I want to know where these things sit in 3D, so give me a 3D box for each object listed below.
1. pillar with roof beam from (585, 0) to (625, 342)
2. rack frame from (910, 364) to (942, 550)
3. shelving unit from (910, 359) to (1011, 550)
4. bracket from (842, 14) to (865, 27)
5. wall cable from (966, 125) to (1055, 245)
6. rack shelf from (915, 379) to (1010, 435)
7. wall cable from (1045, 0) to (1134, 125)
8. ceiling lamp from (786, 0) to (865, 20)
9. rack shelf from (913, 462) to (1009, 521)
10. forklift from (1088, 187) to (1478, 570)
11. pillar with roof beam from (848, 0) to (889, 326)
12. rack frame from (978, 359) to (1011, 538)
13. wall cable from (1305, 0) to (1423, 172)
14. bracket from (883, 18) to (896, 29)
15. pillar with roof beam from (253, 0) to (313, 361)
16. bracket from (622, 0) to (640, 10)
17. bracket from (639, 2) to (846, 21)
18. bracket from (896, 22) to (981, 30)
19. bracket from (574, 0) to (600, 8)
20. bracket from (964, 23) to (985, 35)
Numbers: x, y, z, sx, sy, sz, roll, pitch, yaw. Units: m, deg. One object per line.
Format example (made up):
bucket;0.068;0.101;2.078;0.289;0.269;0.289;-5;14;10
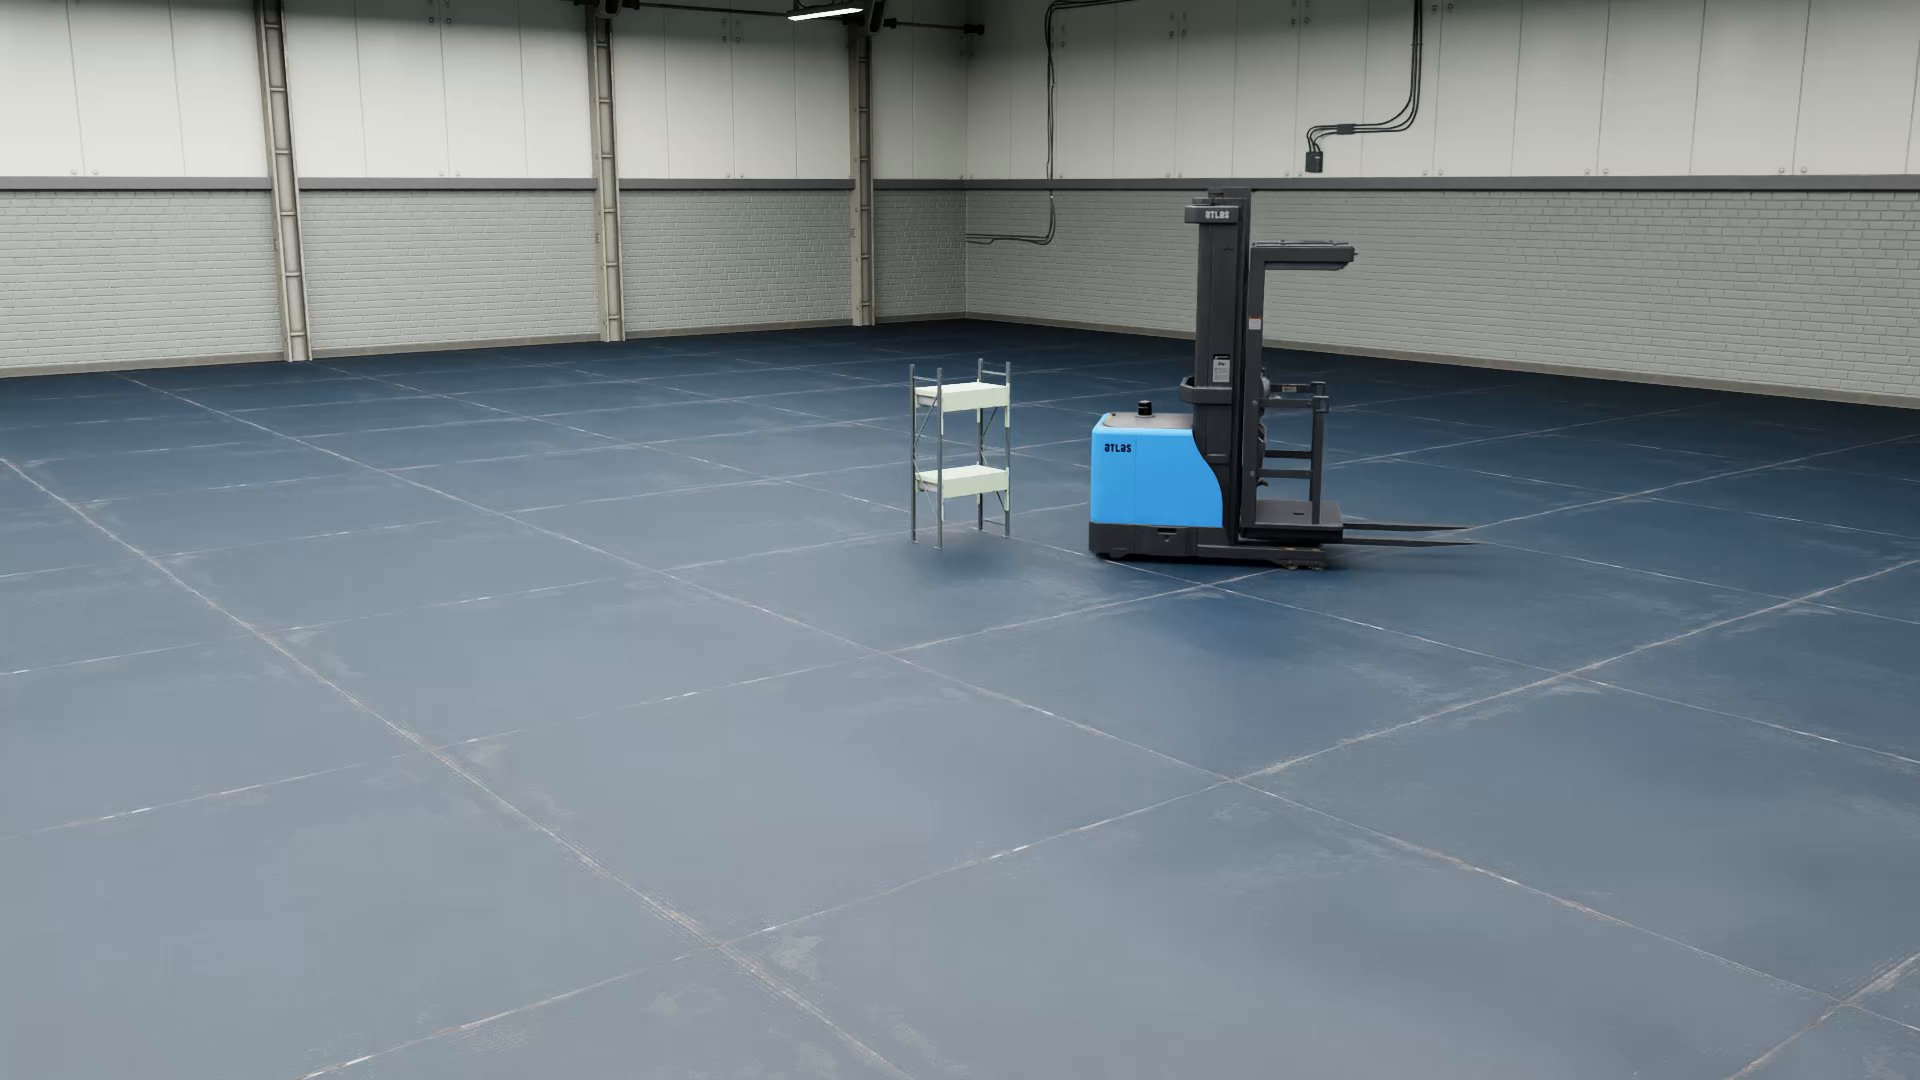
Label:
pillar with roof beam;-4.095;-7.600;28.254;0.548;9.000;9.100;-9;15;-38
rack frame;-0.281;-0.687;13.753;0.023;1.500;0.400;-9;15;-38
shelving unit;0.005;-0.735;13.977;0.755;1.500;0.431;-9;15;-38
bracket;-2.201;-10.726;34.310;0.430;0.232;0.235;-9;15;-38
wall cable;1.028;-7.725;36.322;0.112;2.526;3.097;-9;15;-38
rack shelf;0.005;-1.116;13.896;0.720;0.370;0.431;-9;15;-38
wall cable;2.718;-9.757;33.731;0.112;2.526;3.097;-9;15;-38
ceiling lamp;-2.149;-10.660;28.614;0.800;3.185;2.000;-9;15;-38
rack shelf;0.005;-0.416;14.045;0.720;0.370;0.431;-9;15;-38
forklift;2.604;-1.317;13.273;3.031;2.935;1.130;2;12;10
pillar with roof beam;0.590;-8.378;31.921;0.548;9.000;9.100;-9;15;-38
rack frame;0.291;-0.782;14.201;0.023;1.500;0.400;-9;15;-38
wall cable;6.946;-9.366;28.385;0.169;6.003;2.305;-9;15;-38
bracket;-1.553;-10.834;34.818;0.430;0.232;0.235;-9;15;-38
pillar with roof beam;-8.780;-6.821;24.588;0.400;9.000;9.100;-9;15;-38
bracket;-6.238;-10.055;31.151;0.430;0.232;0.235;-9;15;-38
bracket;-4.213;-10.392;32.736;4.783;0.066;0.076;-9;15;-38
bracket;-0.164;-11.064;35.905;3.189;0.066;0.076;-9;15;-38
bracket;-6.886;-9.947;30.644;0.430;0.232;0.235;-9;15;-38
bracket;0.297;-11.141;36.266;0.430;0.232;0.235;-9;15;-38
